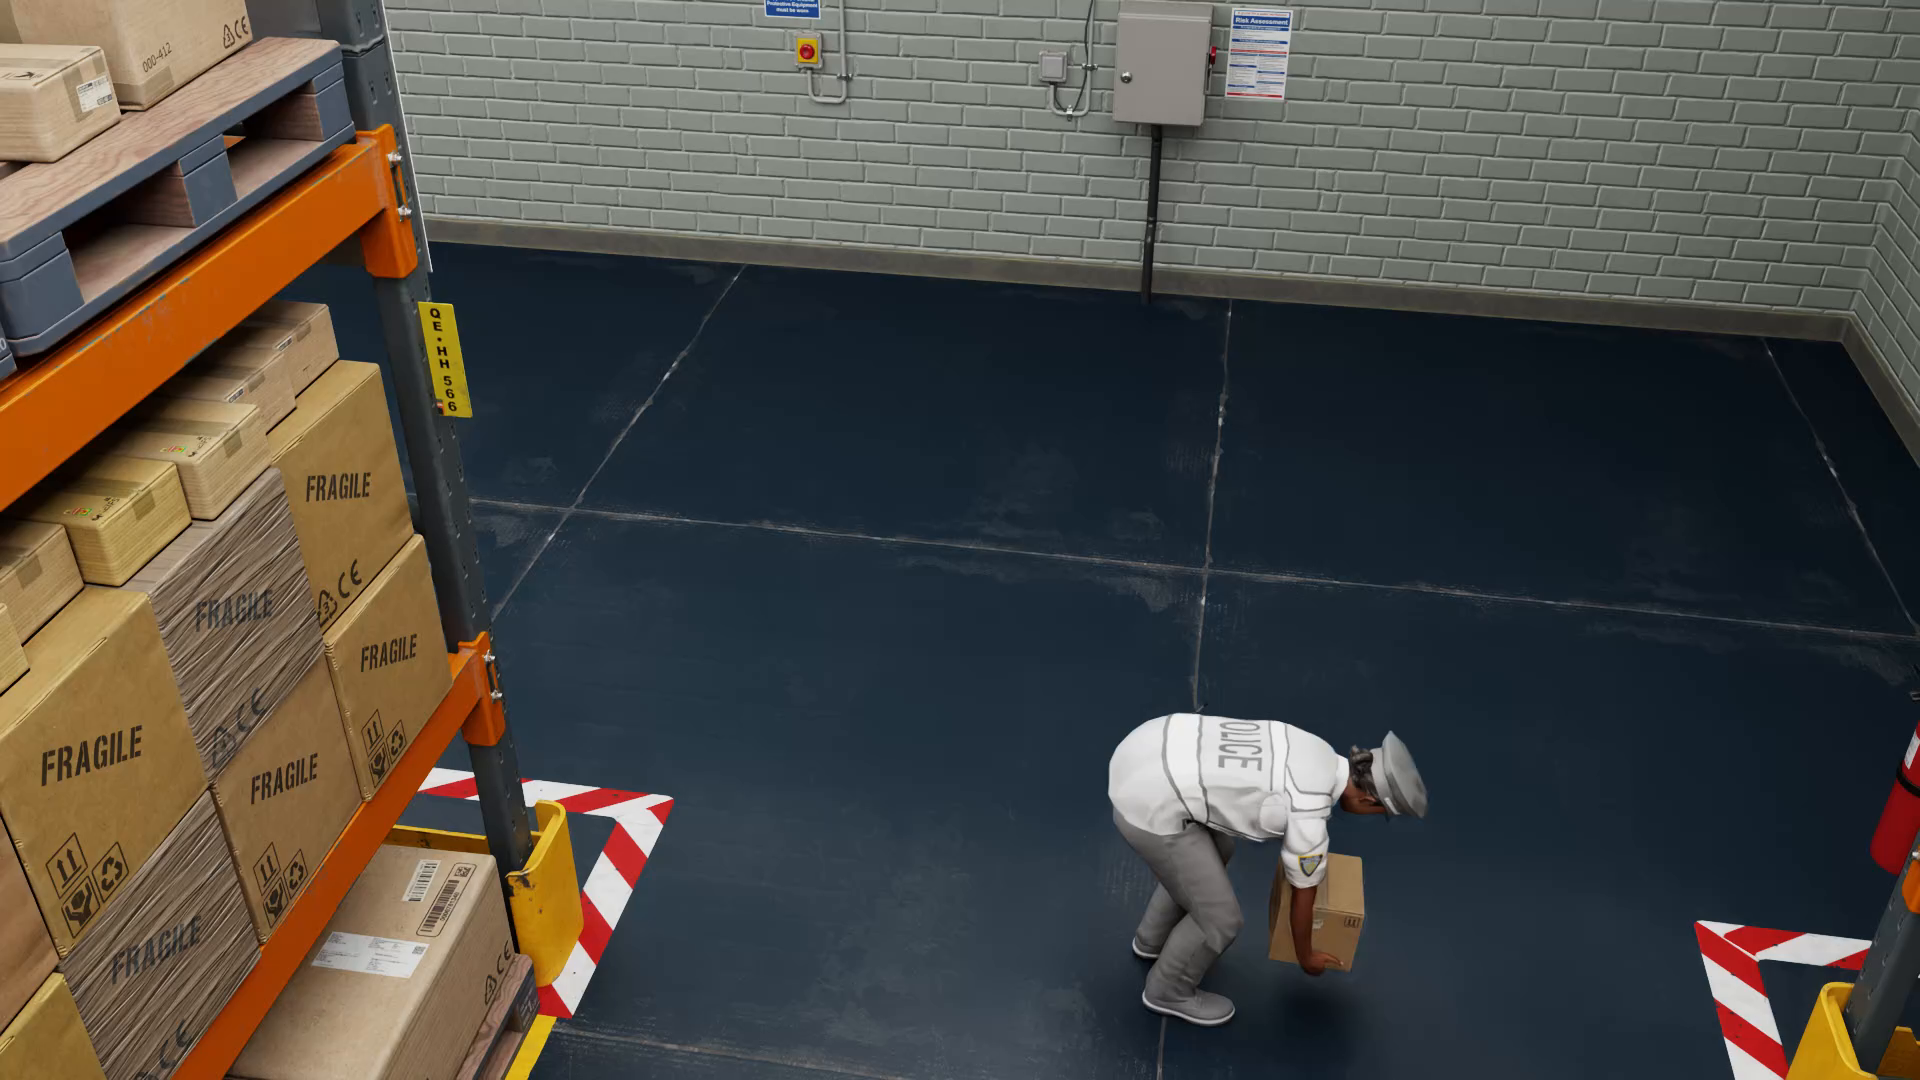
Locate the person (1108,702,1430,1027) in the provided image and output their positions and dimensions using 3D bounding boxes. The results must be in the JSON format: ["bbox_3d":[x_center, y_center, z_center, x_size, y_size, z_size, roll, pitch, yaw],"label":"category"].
[{"bbox_3d":[0.913,1.012,5.118,0.942,1.061,0.422,4,33,6],"label":"person"}]
